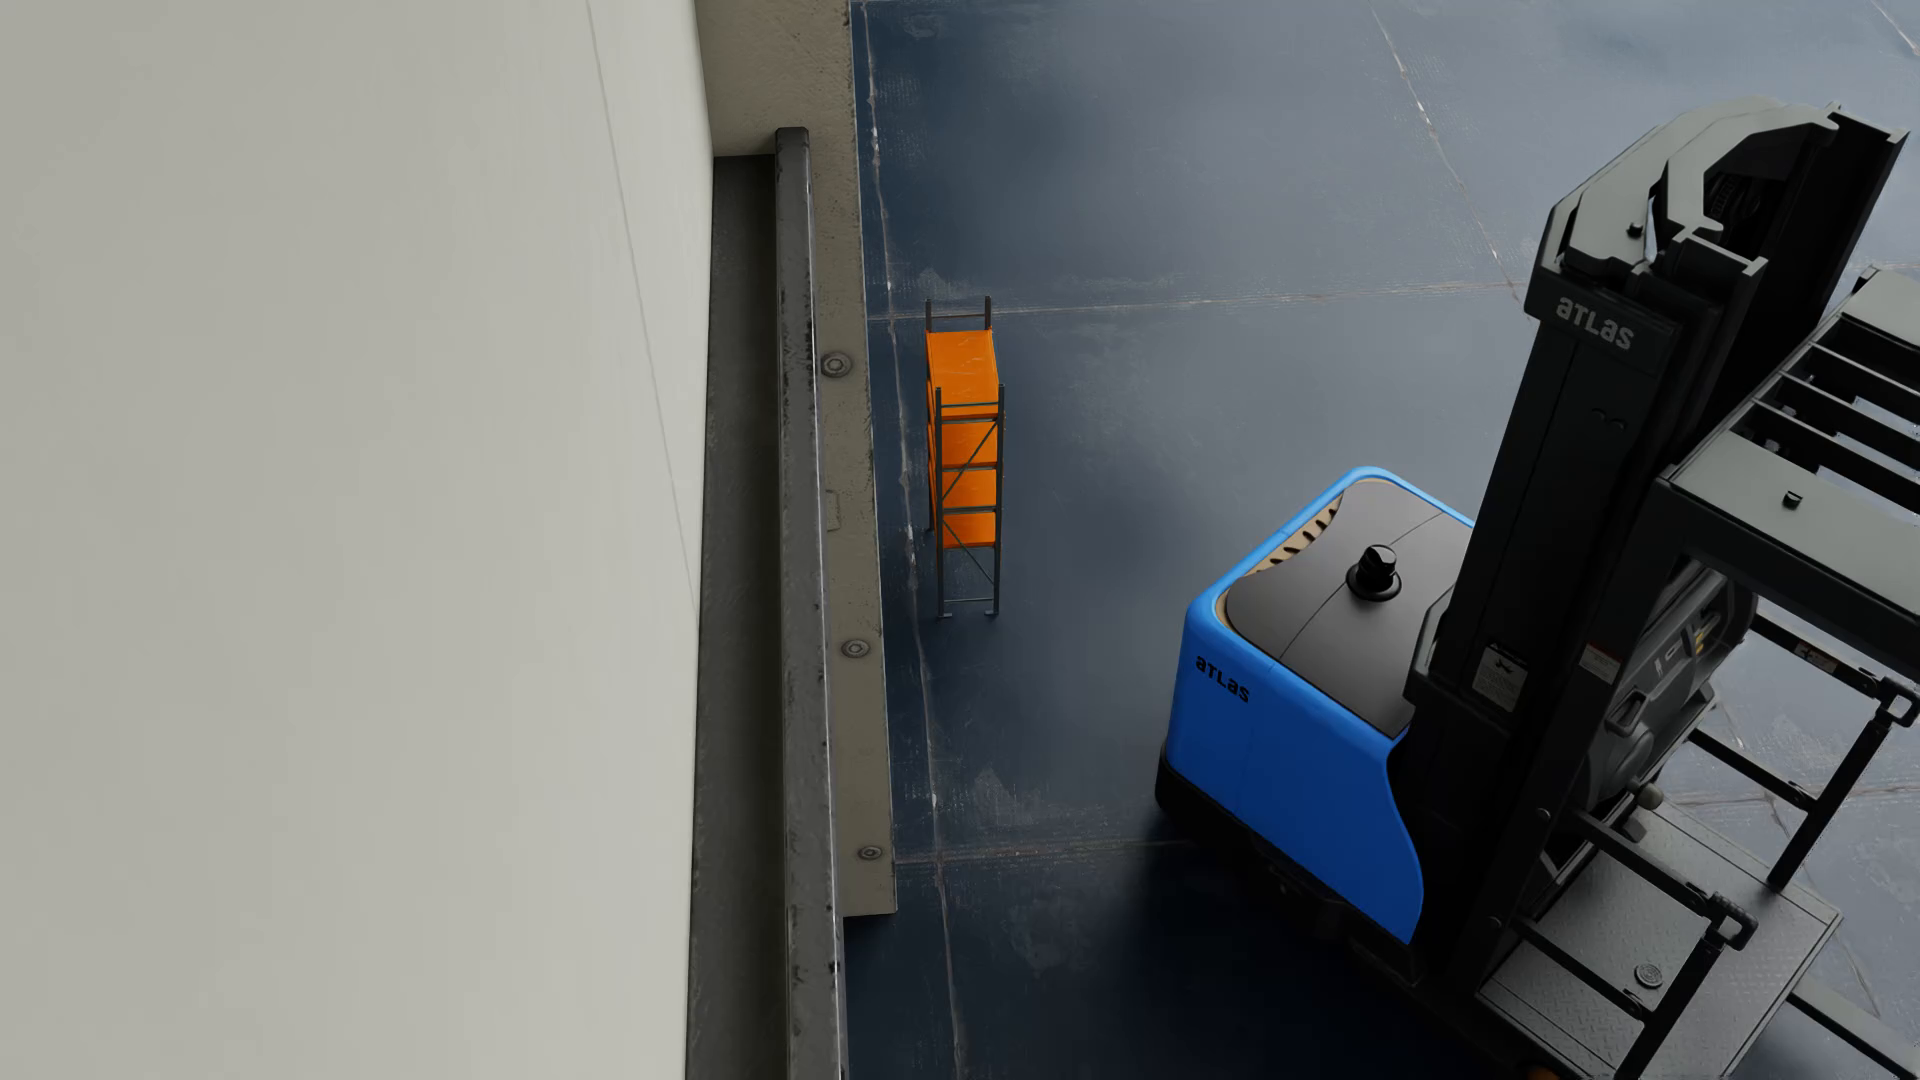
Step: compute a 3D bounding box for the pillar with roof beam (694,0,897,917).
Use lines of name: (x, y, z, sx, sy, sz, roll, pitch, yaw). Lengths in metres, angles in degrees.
pillar with roof beam: (3.906, -2.218, 2.789, 9.100, 9.000, 0.400, -3, 47, -3)

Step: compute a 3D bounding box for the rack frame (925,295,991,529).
rack frame: (-0.007, -0.469, 6.505, 0.240, 1.200, 0.015, -3, 47, -3)

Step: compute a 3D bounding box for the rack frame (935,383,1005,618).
rack frame: (0.034, -0.116, 6.170, 0.240, 1.200, 0.015, -3, 47, -3)

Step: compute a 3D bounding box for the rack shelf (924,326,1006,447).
rack shelf: (0.014, -0.563, 6.052, 0.258, 0.148, 0.480, -3, 47, -3)

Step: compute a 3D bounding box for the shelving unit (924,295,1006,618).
shelving unit: (0.014, -0.293, 6.337, 0.258, 1.200, 0.503, -3, 47, -3)

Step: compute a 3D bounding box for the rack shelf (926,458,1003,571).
rack shelf: (0.014, -0.110, 6.530, 0.258, 0.148, 0.480, -3, 47, -3)

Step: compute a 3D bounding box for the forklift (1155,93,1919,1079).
forklift: (2.093, 0.456, 4.436, 3.031, 2.935, 1.130, 36, 56, 29)

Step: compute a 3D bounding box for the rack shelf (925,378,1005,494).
rack shelf: (0.014, -0.400, 6.224, 0.258, 0.148, 0.480, -3, 47, -3)

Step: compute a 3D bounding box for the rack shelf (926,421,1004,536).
rack shelf: (0.014, -0.247, 6.386, 0.258, 0.148, 0.480, -3, 47, -3)
